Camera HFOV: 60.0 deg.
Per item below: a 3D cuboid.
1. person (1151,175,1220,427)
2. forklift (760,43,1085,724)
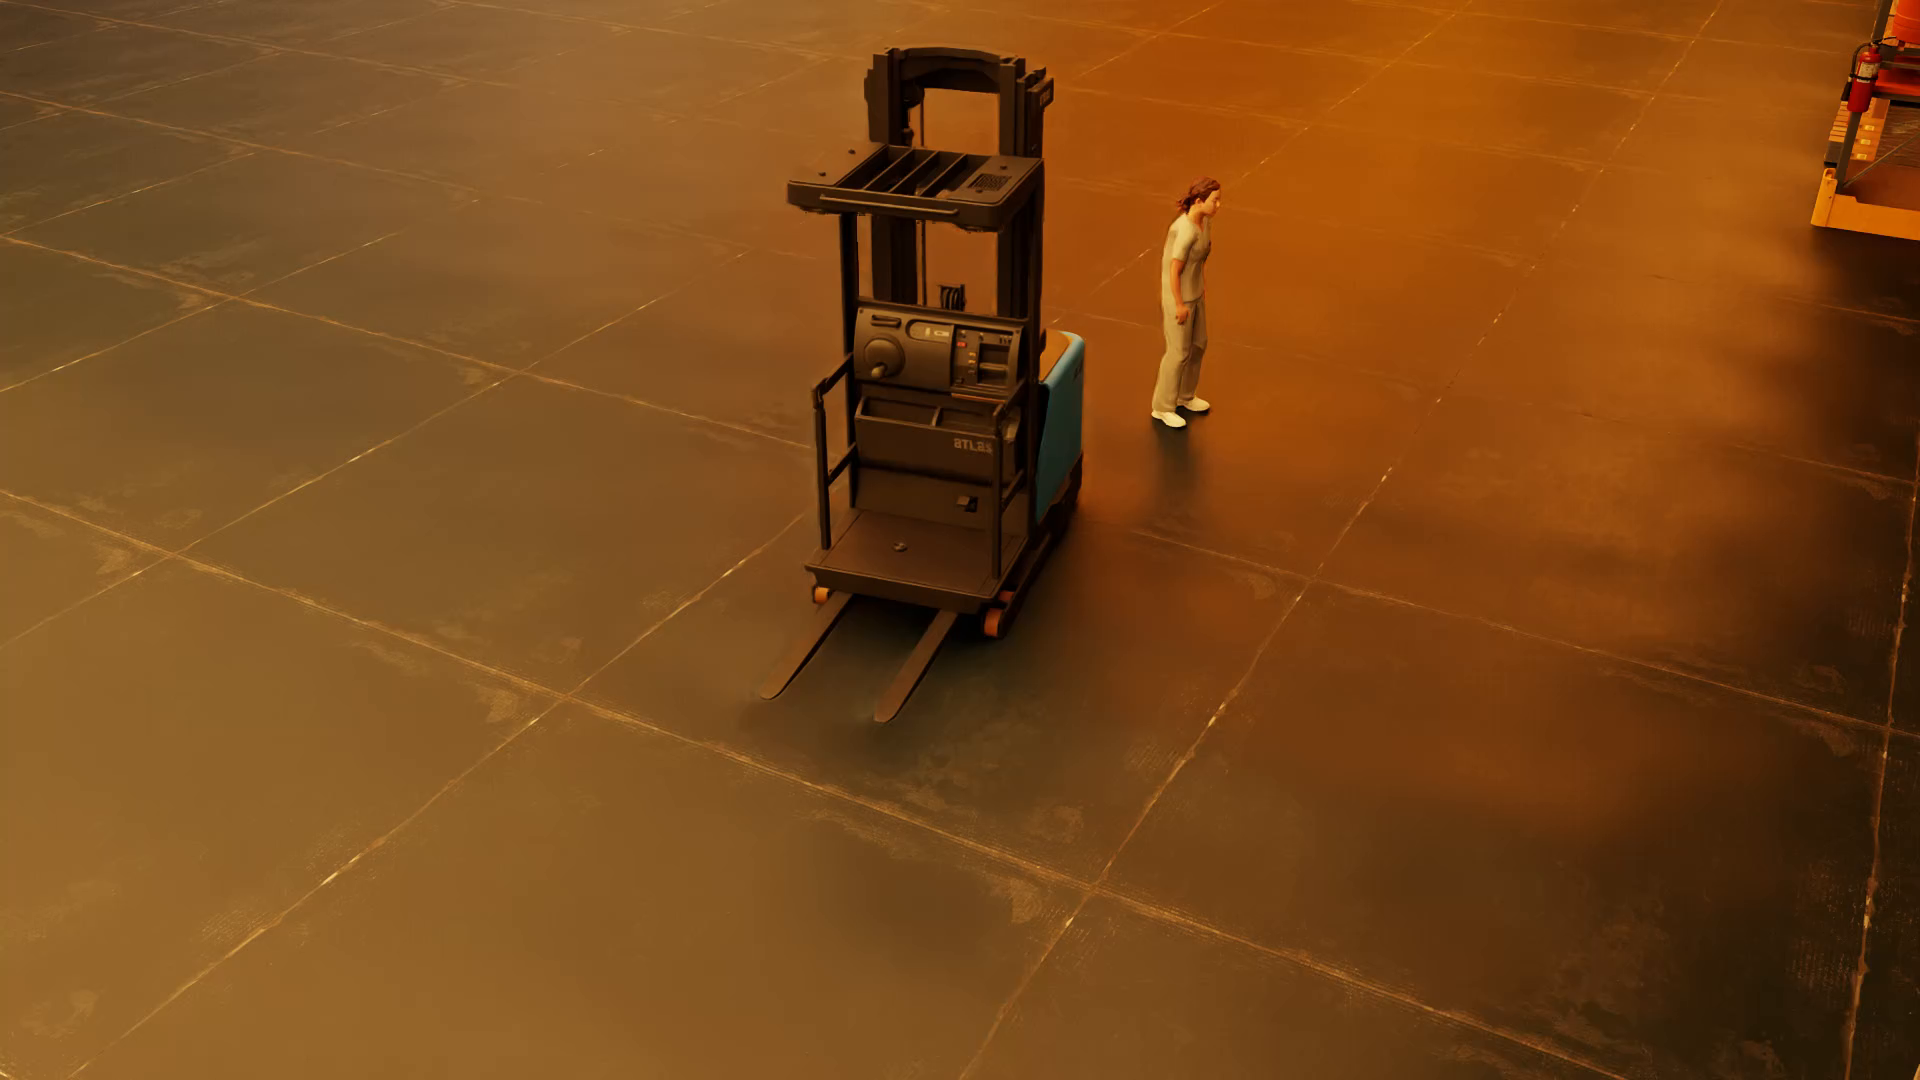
[{"bbox_3d":[1.523,-1.614,11.130,0.369,1.670,0.540,14,33,22],"label":"person"},{"bbox_3d":[-0.189,-0.963,8.739,1.130,2.935,3.031,10,31,16],"label":"forklift"}]
